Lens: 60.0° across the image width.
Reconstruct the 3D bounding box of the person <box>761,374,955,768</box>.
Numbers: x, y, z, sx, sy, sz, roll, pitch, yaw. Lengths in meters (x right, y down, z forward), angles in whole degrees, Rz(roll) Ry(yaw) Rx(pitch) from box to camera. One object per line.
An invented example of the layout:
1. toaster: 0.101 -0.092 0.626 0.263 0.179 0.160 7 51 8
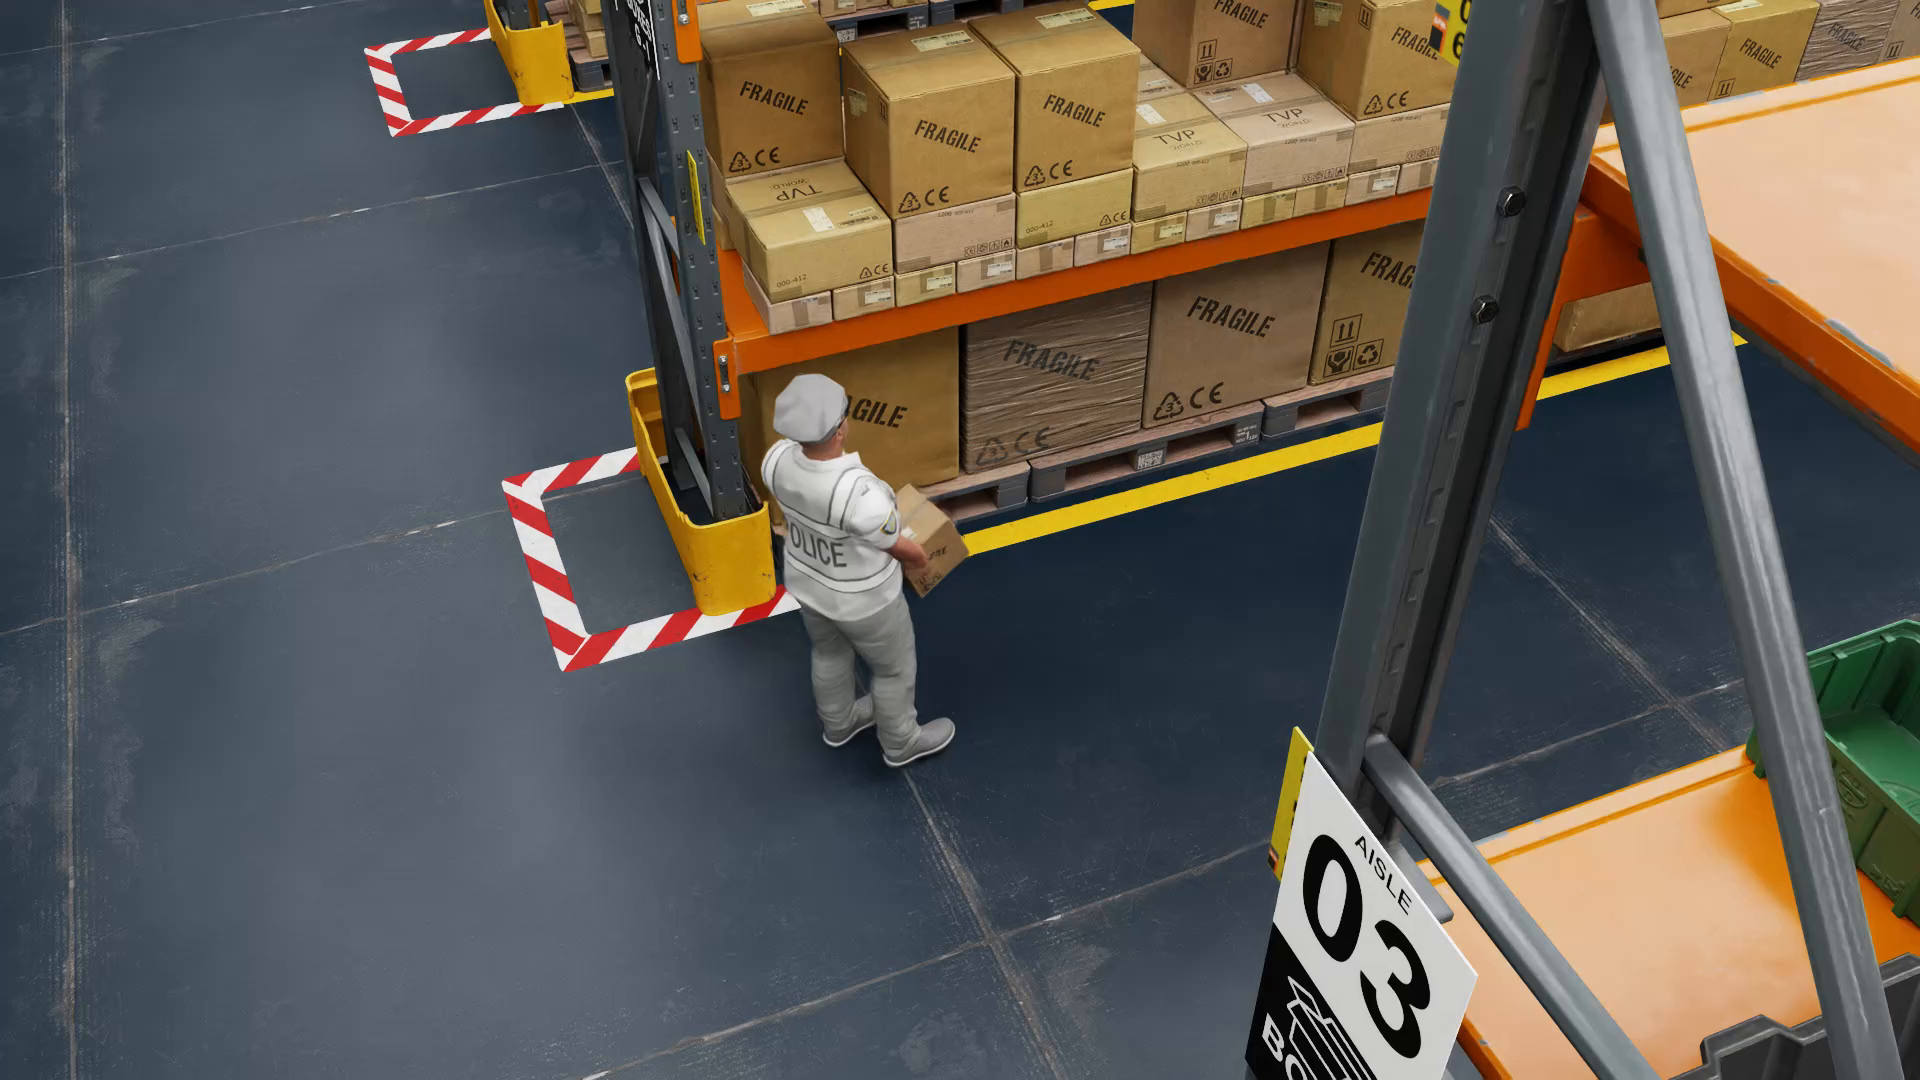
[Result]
1. person: -0.365 0.116 5.994 0.561 1.787 0.528 26 48 27
